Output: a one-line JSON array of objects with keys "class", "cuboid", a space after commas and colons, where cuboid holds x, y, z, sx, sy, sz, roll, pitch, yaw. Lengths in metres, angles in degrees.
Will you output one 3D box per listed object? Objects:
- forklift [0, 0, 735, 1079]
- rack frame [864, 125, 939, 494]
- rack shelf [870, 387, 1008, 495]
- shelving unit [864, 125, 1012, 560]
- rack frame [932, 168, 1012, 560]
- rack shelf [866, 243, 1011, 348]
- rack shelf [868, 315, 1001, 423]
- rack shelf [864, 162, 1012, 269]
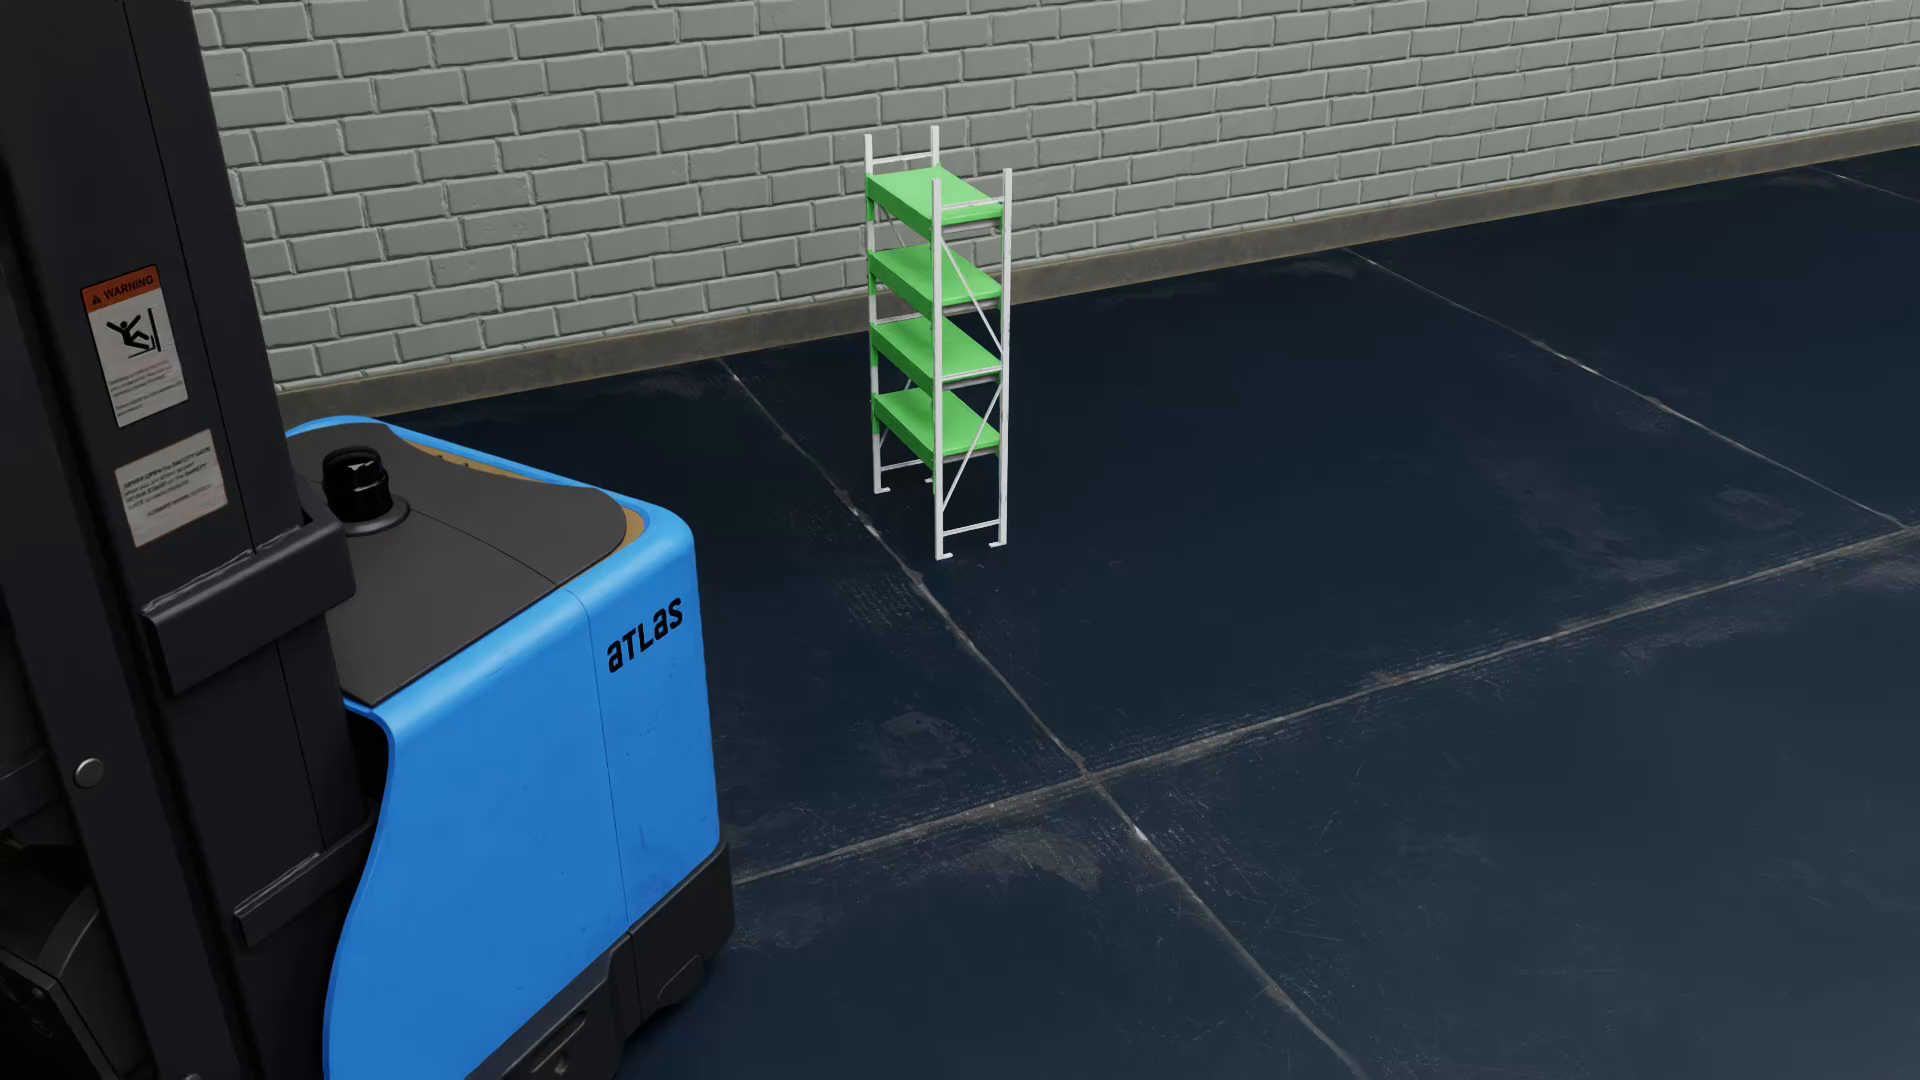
[{"class": "forklift", "cuboid": [-1.669, 0.111, 2.055, 1.130, 2.935, 3.031, 16, 33, 26]}, {"class": "rack frame", "cuboid": [-0.176, -0.704, 5.279, 0.240, 1.200, 0.015, -13, 32, -22]}, {"class": "rack shelf", "cuboid": [-0.071, -0.331, 5.236, 0.258, 0.148, 0.480, -13, 32, -22]}, {"class": "shelving unit", "cuboid": [-0.071, -0.596, 5.087, 0.258, 1.200, 0.503, -13, 32, -22]}, {"class": "rack frame", "cuboid": [0.034, -0.489, 4.895, 0.240, 1.200, 0.015, -13, 32, -22]}, {"class": "rack shelf", "cuboid": [-0.071, -0.750, 5.001, 0.258, 0.148, 0.480, -13, 32, -22]}, {"class": "rack shelf", "cuboid": [-0.071, -0.541, 5.118, 0.258, 0.148, 0.480, -13, 32, -22]}, {"class": "rack shelf", "cuboid": [-0.071, -0.959, 4.883, 0.258, 0.148, 0.480, -13, 32, -22]}]
